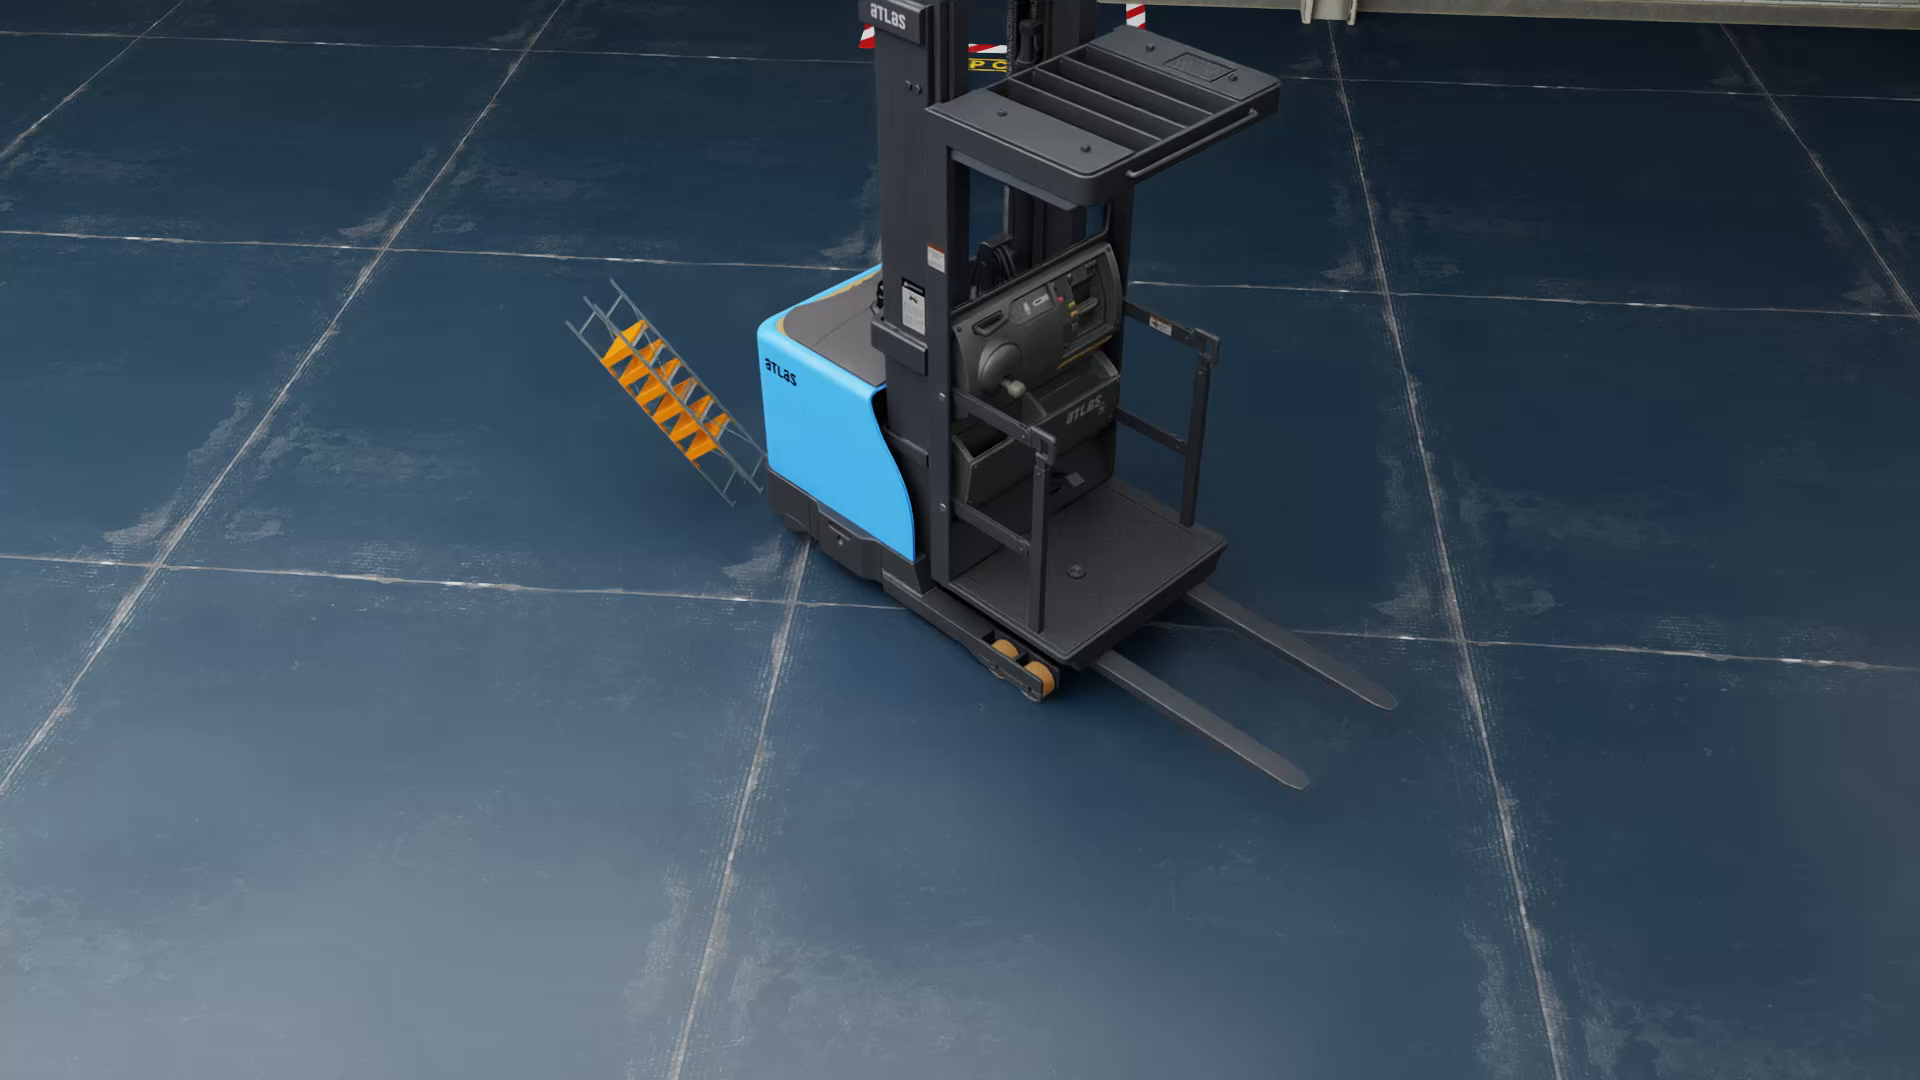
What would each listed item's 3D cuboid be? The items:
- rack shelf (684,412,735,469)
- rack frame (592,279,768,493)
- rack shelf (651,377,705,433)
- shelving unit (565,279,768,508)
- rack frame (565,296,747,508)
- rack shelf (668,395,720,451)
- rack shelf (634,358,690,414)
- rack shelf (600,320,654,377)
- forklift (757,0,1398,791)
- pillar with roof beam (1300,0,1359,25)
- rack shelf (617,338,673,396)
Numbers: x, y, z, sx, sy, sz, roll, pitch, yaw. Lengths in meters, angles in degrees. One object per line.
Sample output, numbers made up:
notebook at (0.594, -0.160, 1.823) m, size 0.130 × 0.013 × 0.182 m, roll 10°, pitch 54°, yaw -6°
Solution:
rack shelf at (-1.195, -0.486, 8.023) m, size 0.180 × 0.103 × 0.258 m, roll -25°, pitch 29°, yaw 30°
rack frame at (-1.288, -0.717, 7.858) m, size 0.006 × 1.200 × 0.240 m, roll -25°, pitch 29°, yaw 30°
rack shelf at (-1.335, -0.653, 7.922) m, size 0.180 × 0.103 × 0.258 m, roll -25°, pitch 29°, yaw 30°
shelving unit at (-1.360, -0.684, 7.904) m, size 0.189 × 1.200 × 0.258 m, roll -25°, pitch 29°, yaw 30°
rack frame at (-1.433, -0.651, 7.949) m, size 0.006 × 1.200 × 0.240 m, roll -25°, pitch 29°, yaw 30°
rack shelf at (-1.265, -0.569, 7.973) m, size 0.180 × 0.103 × 0.258 m, roll -25°, pitch 29°, yaw 30°
rack shelf at (-1.404, -0.736, 7.872) m, size 0.180 × 0.103 × 0.258 m, roll -25°, pitch 29°, yaw 30°
rack shelf at (-1.544, -0.904, 7.771) m, size 0.180 × 0.103 × 0.258 m, roll -25°, pitch 29°, yaw 30°
forklift at (0.475, -0.826, 6.613) m, size 3.031 × 2.935 × 1.130 m, roll 32°, pitch 49°, yaw 33°
pillar with roof beam at (2.482, -4.853, 6.754) m, size 0.400 × 9.000 × 9.100 m, roll 3°, pitch 39°, yaw 4°
rack shelf at (-1.474, -0.820, 7.821) m, size 0.180 × 0.103 × 0.258 m, roll -25°, pitch 29°, yaw 30°
